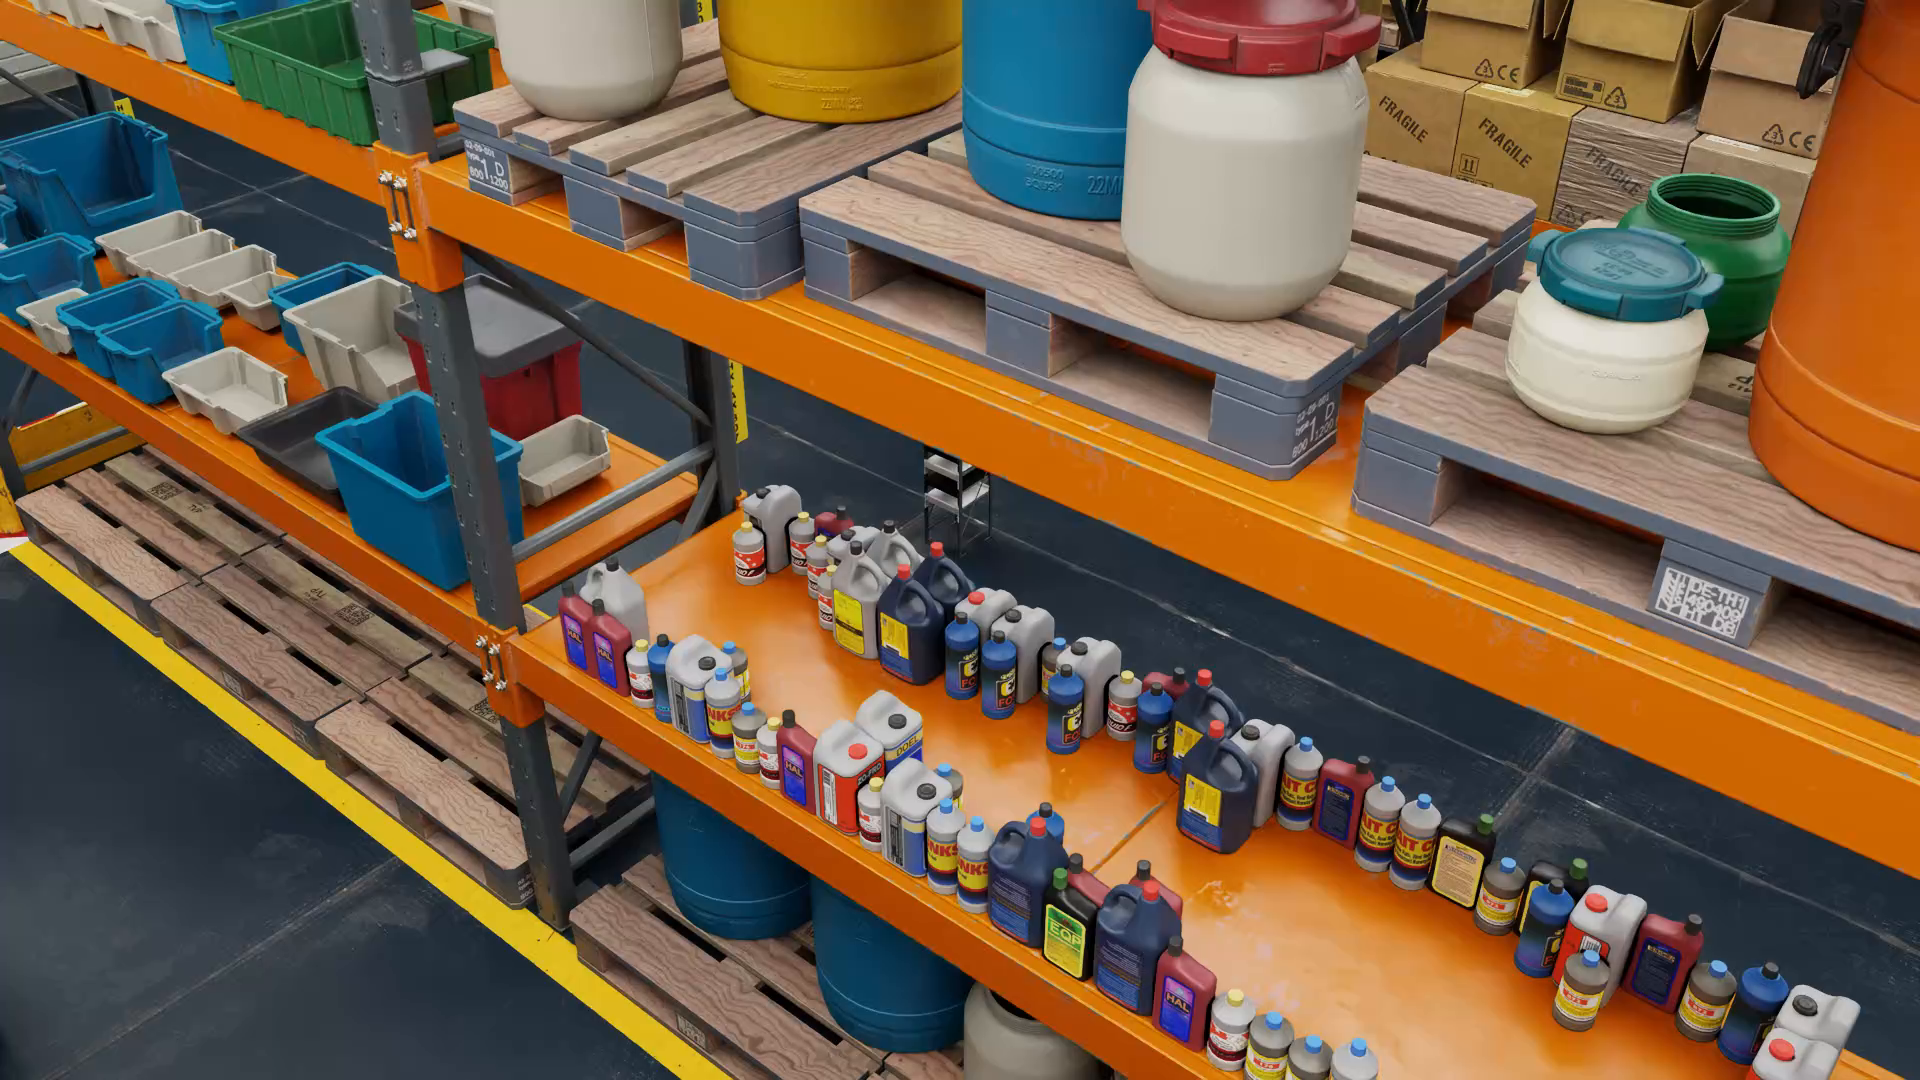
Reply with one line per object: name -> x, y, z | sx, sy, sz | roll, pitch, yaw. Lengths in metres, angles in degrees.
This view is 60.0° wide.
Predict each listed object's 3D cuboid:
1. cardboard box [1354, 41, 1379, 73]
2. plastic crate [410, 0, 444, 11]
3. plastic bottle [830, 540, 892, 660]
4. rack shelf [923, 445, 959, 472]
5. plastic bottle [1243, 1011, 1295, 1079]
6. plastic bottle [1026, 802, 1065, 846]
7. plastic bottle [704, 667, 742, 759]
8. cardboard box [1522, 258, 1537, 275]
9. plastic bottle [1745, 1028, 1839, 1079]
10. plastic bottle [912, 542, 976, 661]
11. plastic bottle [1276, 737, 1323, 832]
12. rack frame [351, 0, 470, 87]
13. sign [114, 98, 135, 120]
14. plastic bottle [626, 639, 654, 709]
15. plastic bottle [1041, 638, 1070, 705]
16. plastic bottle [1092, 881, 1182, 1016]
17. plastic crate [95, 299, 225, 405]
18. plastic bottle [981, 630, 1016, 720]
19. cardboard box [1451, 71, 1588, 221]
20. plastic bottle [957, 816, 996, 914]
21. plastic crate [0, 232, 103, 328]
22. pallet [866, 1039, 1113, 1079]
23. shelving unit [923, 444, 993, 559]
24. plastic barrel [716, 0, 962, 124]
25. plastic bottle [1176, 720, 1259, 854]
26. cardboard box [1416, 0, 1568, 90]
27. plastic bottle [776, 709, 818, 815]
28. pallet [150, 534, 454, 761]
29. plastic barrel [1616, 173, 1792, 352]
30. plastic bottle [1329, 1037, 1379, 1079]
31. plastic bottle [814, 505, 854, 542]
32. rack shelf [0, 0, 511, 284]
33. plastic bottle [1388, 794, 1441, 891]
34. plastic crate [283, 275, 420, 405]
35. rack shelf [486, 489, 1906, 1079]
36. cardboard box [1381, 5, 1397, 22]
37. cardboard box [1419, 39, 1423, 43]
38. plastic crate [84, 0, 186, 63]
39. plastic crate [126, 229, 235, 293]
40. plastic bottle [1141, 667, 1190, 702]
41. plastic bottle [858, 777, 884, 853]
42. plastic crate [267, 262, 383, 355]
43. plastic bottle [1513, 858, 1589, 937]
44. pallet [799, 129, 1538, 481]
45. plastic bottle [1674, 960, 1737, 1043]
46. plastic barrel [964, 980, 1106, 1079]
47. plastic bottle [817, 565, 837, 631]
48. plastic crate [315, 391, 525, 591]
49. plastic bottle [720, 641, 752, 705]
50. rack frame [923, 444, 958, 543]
cardboard box -> 1.868, -2.609, 8.770 | 0.500, 0.250, 0.500 | 24, 41, 31
plastic crate -> -1.886, -1.861, 5.277 | 0.590, 0.269, 0.497 | 25, 42, 32
plastic bottle -> -0.284, 0.164, 4.905 | 0.185, 0.351, 0.144 | 25, 42, 32
rack shelf -> -0.006, -0.421, 7.467 | 0.200, 0.077, 0.258 | 25, 42, 32
plastic bottle -> 0.680, 1.115, 3.652 | 0.097, 0.201, 0.097 | 0, 34, 0
plastic bottle -> 0.208, 0.758, 4.110 | 0.097, 0.271, 0.097 | 0, 34, 0
plastic bottle -> -0.642, 0.463, 4.539 | 0.097, 0.271, 0.097 | 0, 34, 0
cardboard box -> 3.254, -1.015, 8.085 | 0.875, 0.875, 1.225 | 24, 41, 30
plastic bottle -> 1.744, 1.159, 3.522 | 0.135, 0.276, 0.152 | 25, 42, 32
plastic bottle -> -0.049, 0.168, 4.899 | 0.185, 0.351, 0.144 | 25, 42, 32
plastic bottle -> 0.882, 0.623, 4.307 | 0.097, 0.271, 0.097 | 0, 34, 0
rack frame -> -1.107, -2.583, 3.562 | 0.127, 3.000, 1.000 | 25, 42, 32
sign -> -3.842, -1.871, 7.680 | 0.005, 0.325, 0.100 | 25, 42, 32
plastic bottle -> -0.895, 0.373, 4.733 | 0.097, 0.201, 0.097 | 0, 34, 0
plastic bottle -> 0.281, 0.368, 4.740 | 0.097, 0.201, 0.097 | 0, 34, 0
plastic bottle -> 0.409, 0.909, 3.820 | 0.185, 0.351, 0.144 | 25, 42, 32
plastic crate -> -2.960, -0.696, 6.208 | 0.300, 0.233, 0.416 | 25, 42, 32
plastic bottle -> 0.109, 0.370, 4.675 | 0.097, 0.271, 0.097 | 0, 34, 0
cardboard box -> 2.642, -1.849, 7.704 | 0.500, 0.500, 0.500 | 25, 42, 32
plastic bottle -> 0.041, 0.785, 4.070 | 0.097, 0.271, 0.097 | 0, 34, 0
plastic crate -> -3.696, -1.043, 6.714 | 0.300, 0.233, 0.416 | 25, 42, 32
pallet -> 0.401, 1.779, 4.973 | 1.213, 0.211, 1.003 | 25, 42, 32
shelving unit -> -0.006, -0.374, 7.500 | 0.210, 0.900, 0.258 | 25, 42, 32
plastic barrel -> -0.276, -1.354, 3.886 | 0.600, 0.588, 0.600 | 0, 34, 0
plastic bottle -> 0.661, 0.615, 4.248 | 0.185, 0.351, 0.144 | 25, 42, 32
cardboard box -> 2.558, -2.491, 7.754 | 0.637, 0.503, 0.797 | 24, 41, 31
plastic bottle -> -0.416, 0.579, 4.361 | 0.133, 0.283, 0.061 | 25, 42, 32
pallet -> -2.639, 0.349, 7.056 | 1.213, 0.211, 1.003 | 25, 42, 32
plastic barrel -> 1.300, -0.490, 2.931 | 0.294, 0.245, 0.294 | 0, 34, 0
plastic bottle -> 0.829, 1.157, 3.529 | 0.097, 0.271, 0.097 | 0, 34, 0
plastic bottle -> -0.390, 0.005, 5.197 | 0.133, 0.283, 0.061 | 25, 42, 32
rack shelf -> -2.644, -1.774, 5.669 | 4.000, 0.370, 1.077 | 25, 42, 32
plastic bottle -> 1.134, 0.742, 4.134 | 0.097, 0.271, 0.097 | 0, 34, 0
plastic crate -> -2.163, -0.719, 6.199 | 0.530, 0.282, 0.437 | 25, 42, 32
rack shelf -> 0.430, 0.911, 4.409 | 4.000, 0.370, 1.077 | 25, 42, 32
cardboard box -> 3.524, -4.205, 13.107 | 0.250, 0.149, 0.380 | 28, 43, 34
cardboard box -> 2.596, -2.255, 8.296 | 0.500, 0.500, 0.500 | 25, 42, 32
plastic crate -> -2.328, -1.532, 4.915 | 0.466, 0.136, 0.293 | 25, 42, 32
plastic crate -> -3.225, -1.147, 6.950 | 0.243, 0.136, 0.396 | 25, 42, 32
plastic bottle -> 0.559, 0.452, 4.545 | 0.133, 0.283, 0.061 | 25, 42, 32
plastic bottle -> -0.212, 0.695, 4.264 | 0.097, 0.201, 0.097 | 0, 34, 0
plastic crate -> -2.439, -0.882, 6.479 | 0.300, 0.233, 0.416 | 25, 42, 32
plastic bottle -> 1.412, 0.854, 3.960 | 0.133, 0.283, 0.061 | 25, 42, 32
pallet -> 0.431, -0.617, 3.516 | 1.213, 0.211, 1.003 | 25, 42, 32
plastic bottle -> 1.695, 1.035, 3.769 | 0.097, 0.201, 0.097 | 0, 34, 0
plastic barrel -> 0.221, 1.447, 4.820 | 0.421, 0.512, 0.421 | 0, 34, 0
plastic bottle -> -0.382, 0.168, 5.032 | 0.097, 0.201, 0.097 | 0, 34, 0
plastic crate -> -1.684, -0.148, 5.278 | 0.575, 0.384, 0.392 | 25, 42, 32
plastic bottle -> -0.649, 0.377, 4.726 | 0.097, 0.201, 0.097 | 0, 34, 0
rack frame -> -0.084, -0.411, 7.553 | 0.006, 0.900, 0.240 | 25, 42, 32
